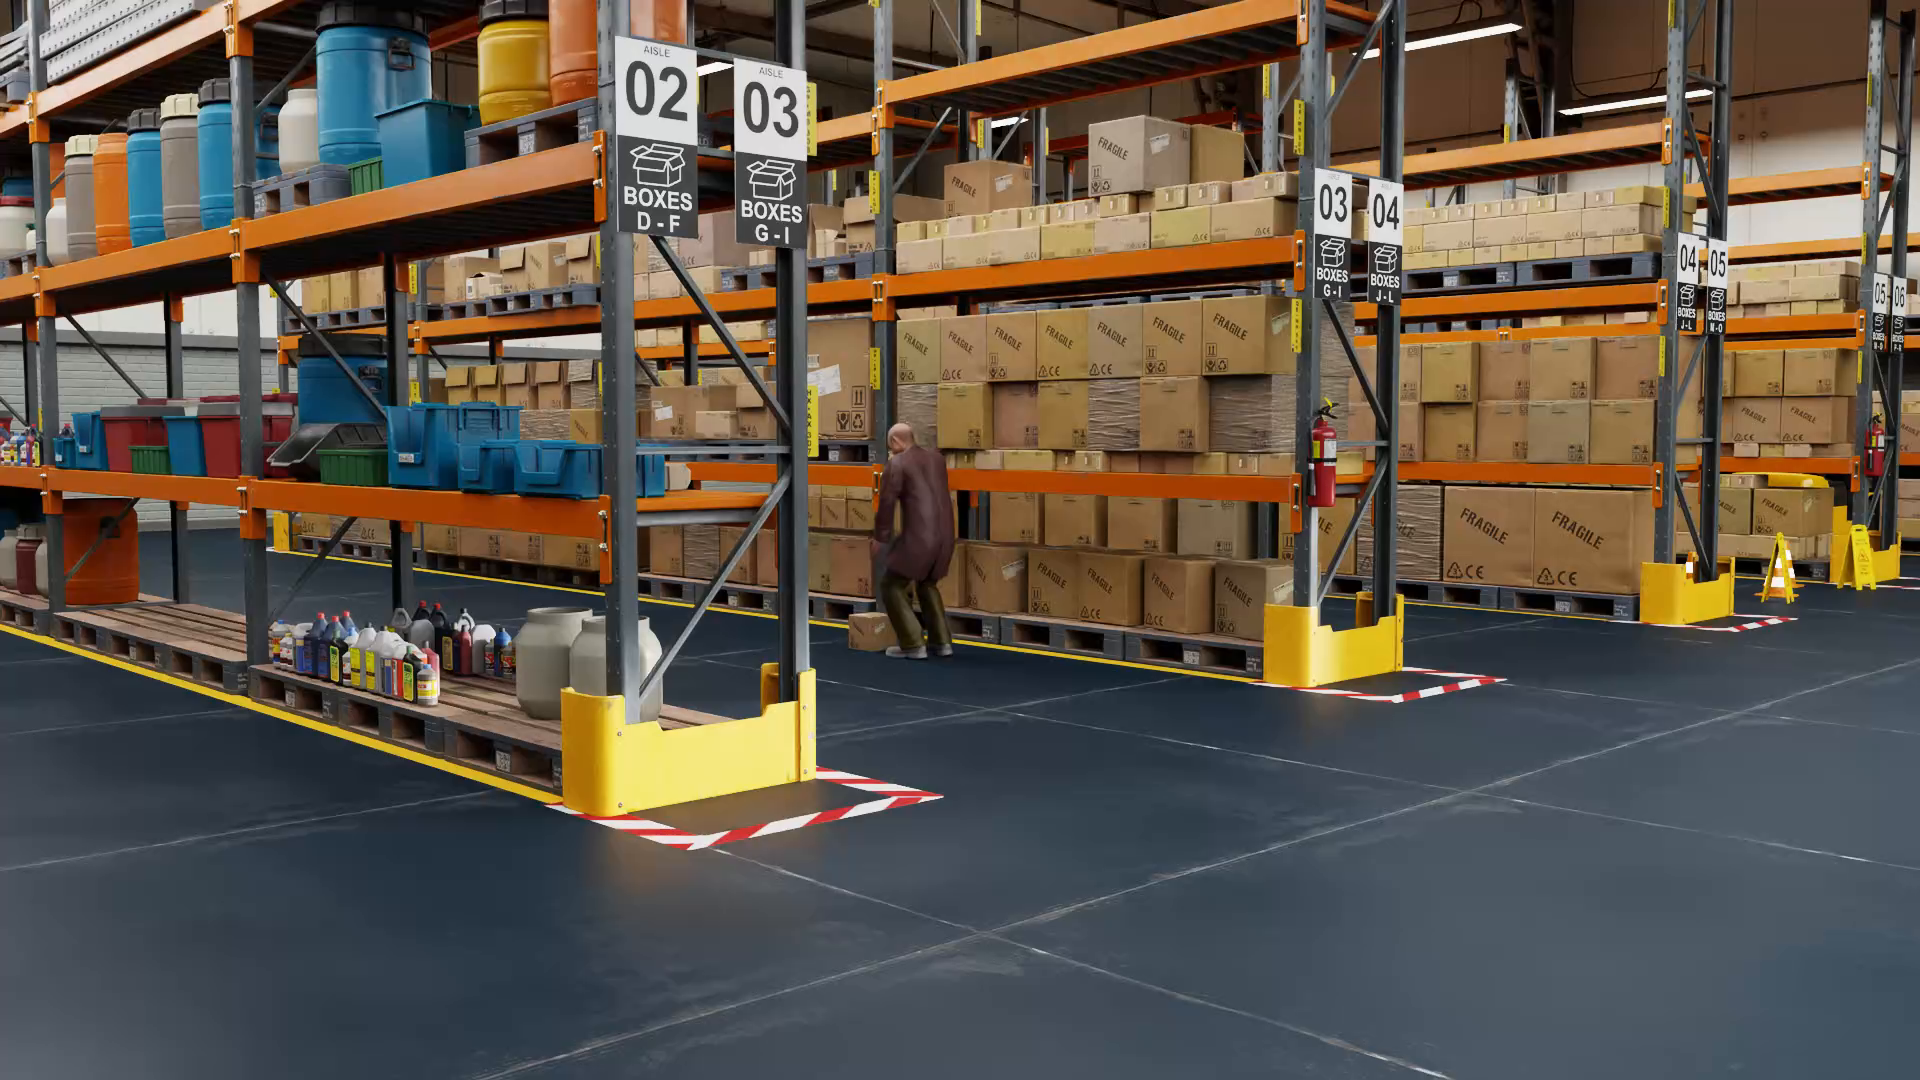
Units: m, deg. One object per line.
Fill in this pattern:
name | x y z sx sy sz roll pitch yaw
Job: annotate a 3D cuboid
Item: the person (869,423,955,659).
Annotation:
person | -0.314 0.008 11.699 0.611 1.643 0.523 -3 5 -42
